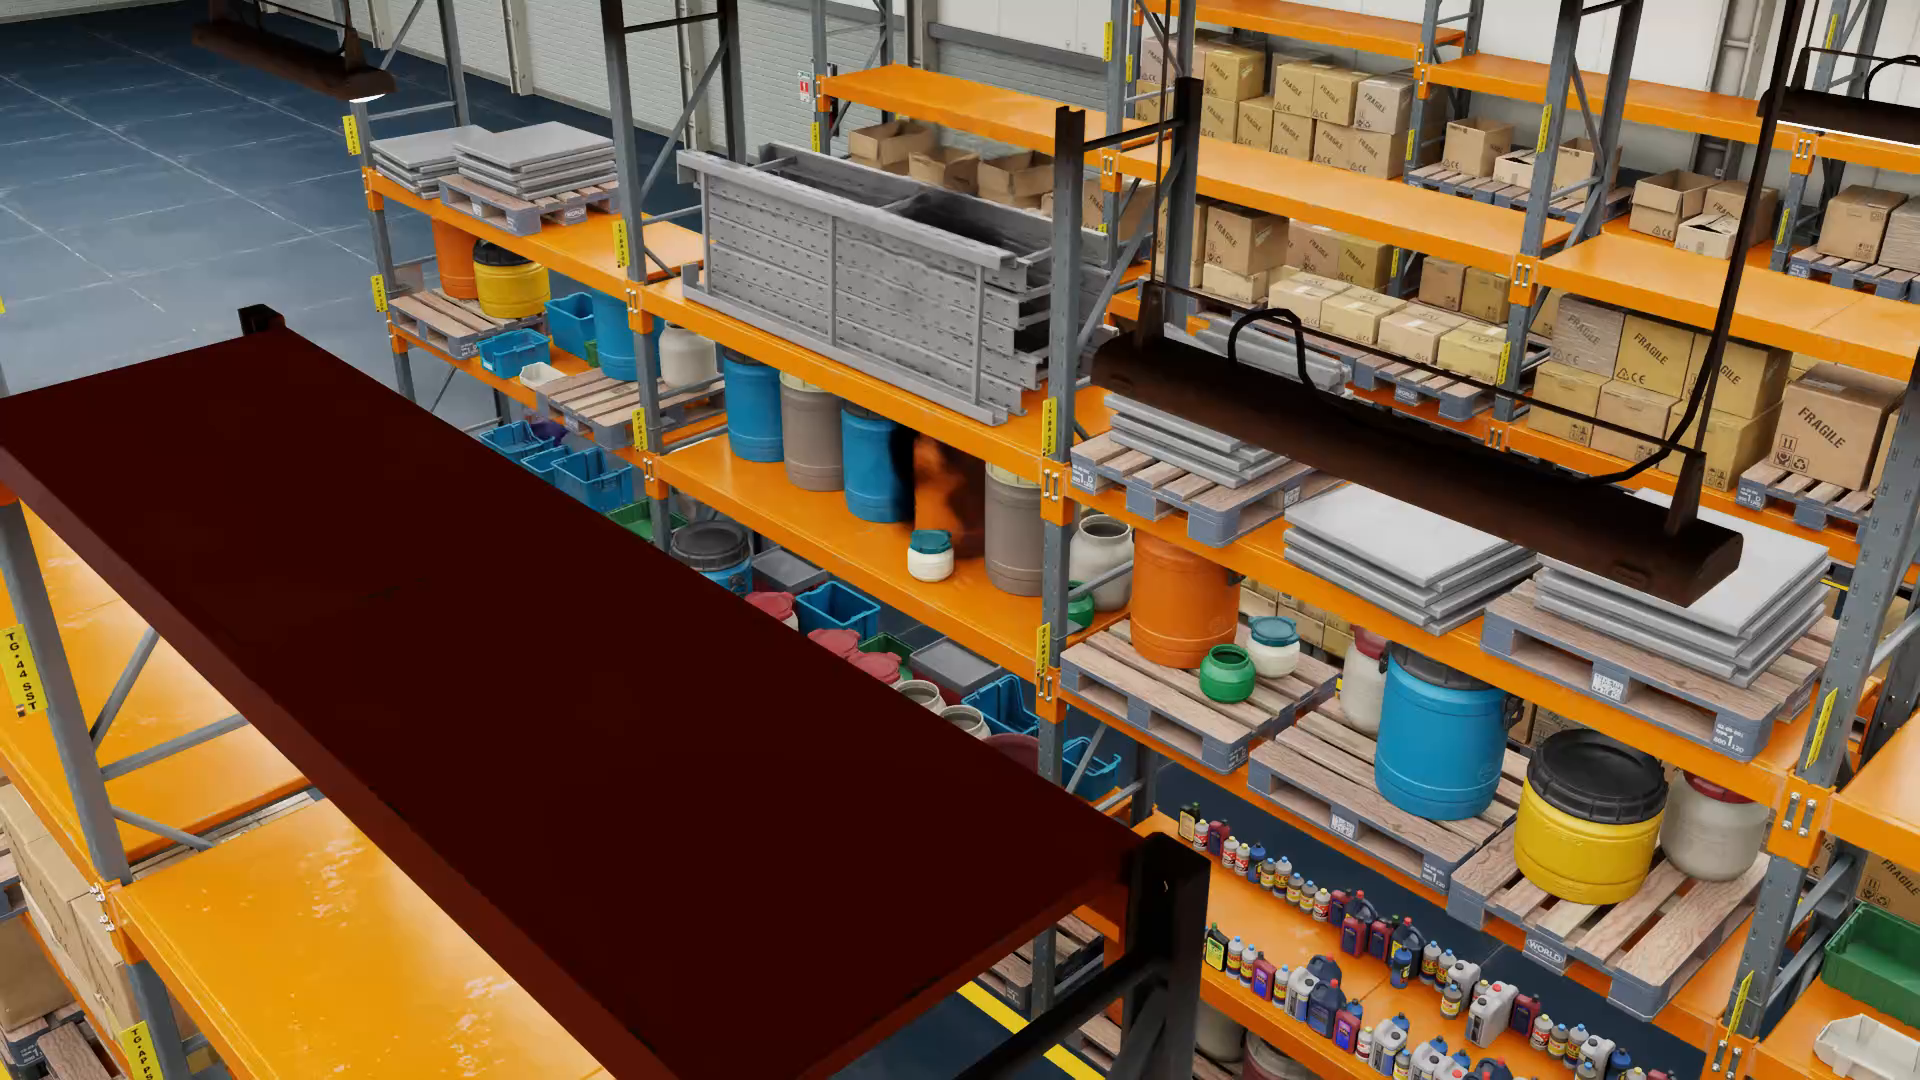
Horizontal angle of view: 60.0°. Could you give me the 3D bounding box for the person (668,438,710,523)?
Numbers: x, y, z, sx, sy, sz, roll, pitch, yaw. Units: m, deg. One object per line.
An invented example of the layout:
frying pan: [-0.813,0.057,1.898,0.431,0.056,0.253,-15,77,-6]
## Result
person: [-2.515,-0.424,15.886,0.618,1.704,0.753,-22,35,-34]

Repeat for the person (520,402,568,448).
person: [-4.219,-1.075,17.209,0.786,1.658,0.665,9,29,16]
